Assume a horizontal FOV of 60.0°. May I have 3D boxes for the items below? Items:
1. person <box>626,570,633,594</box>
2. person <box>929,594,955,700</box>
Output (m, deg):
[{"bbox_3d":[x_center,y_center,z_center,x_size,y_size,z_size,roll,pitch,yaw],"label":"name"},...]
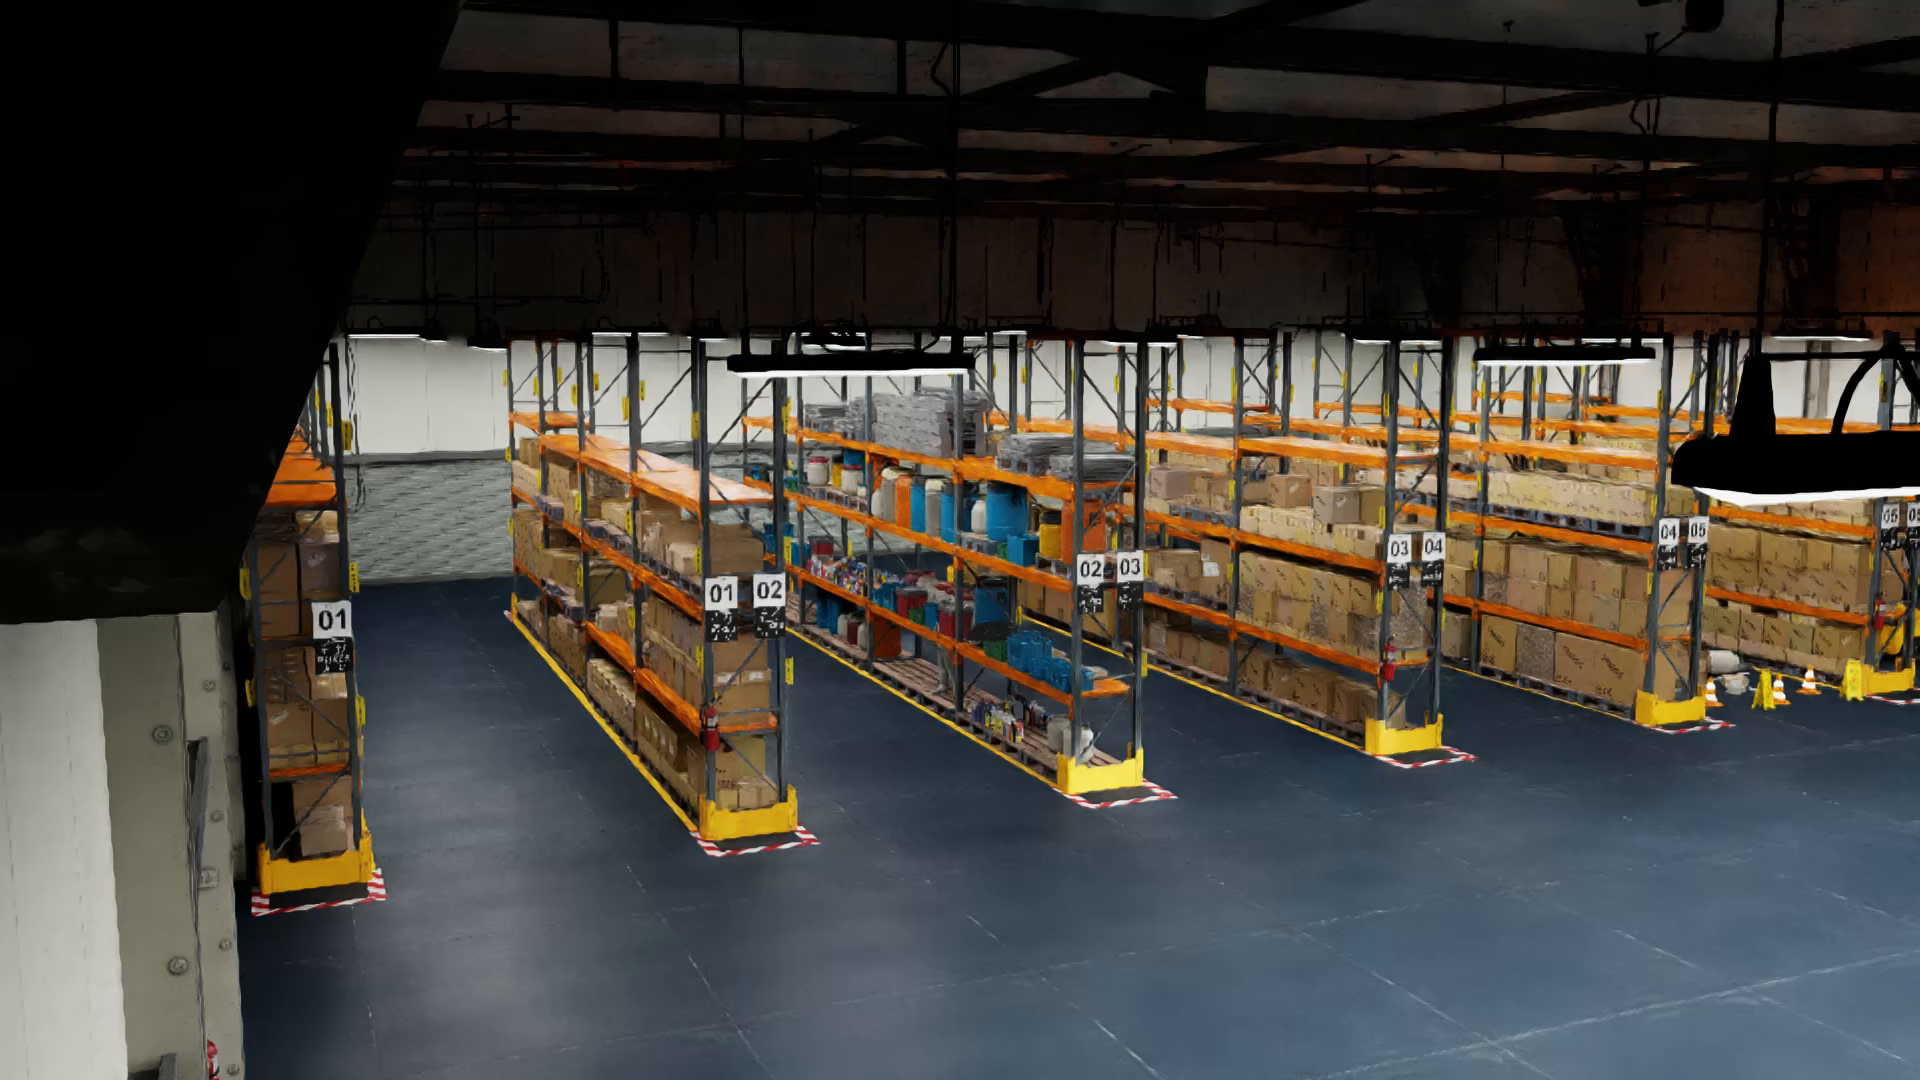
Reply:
[{"bbox_3d":[-7.217,0.465,36.891,0.553,1.725,1.022,-3,8,-24],"label":"person"},{"bbox_3d":[-0.222,1.685,26.526,0.482,1.657,0.667,-2,8,-12],"label":"person"}]
